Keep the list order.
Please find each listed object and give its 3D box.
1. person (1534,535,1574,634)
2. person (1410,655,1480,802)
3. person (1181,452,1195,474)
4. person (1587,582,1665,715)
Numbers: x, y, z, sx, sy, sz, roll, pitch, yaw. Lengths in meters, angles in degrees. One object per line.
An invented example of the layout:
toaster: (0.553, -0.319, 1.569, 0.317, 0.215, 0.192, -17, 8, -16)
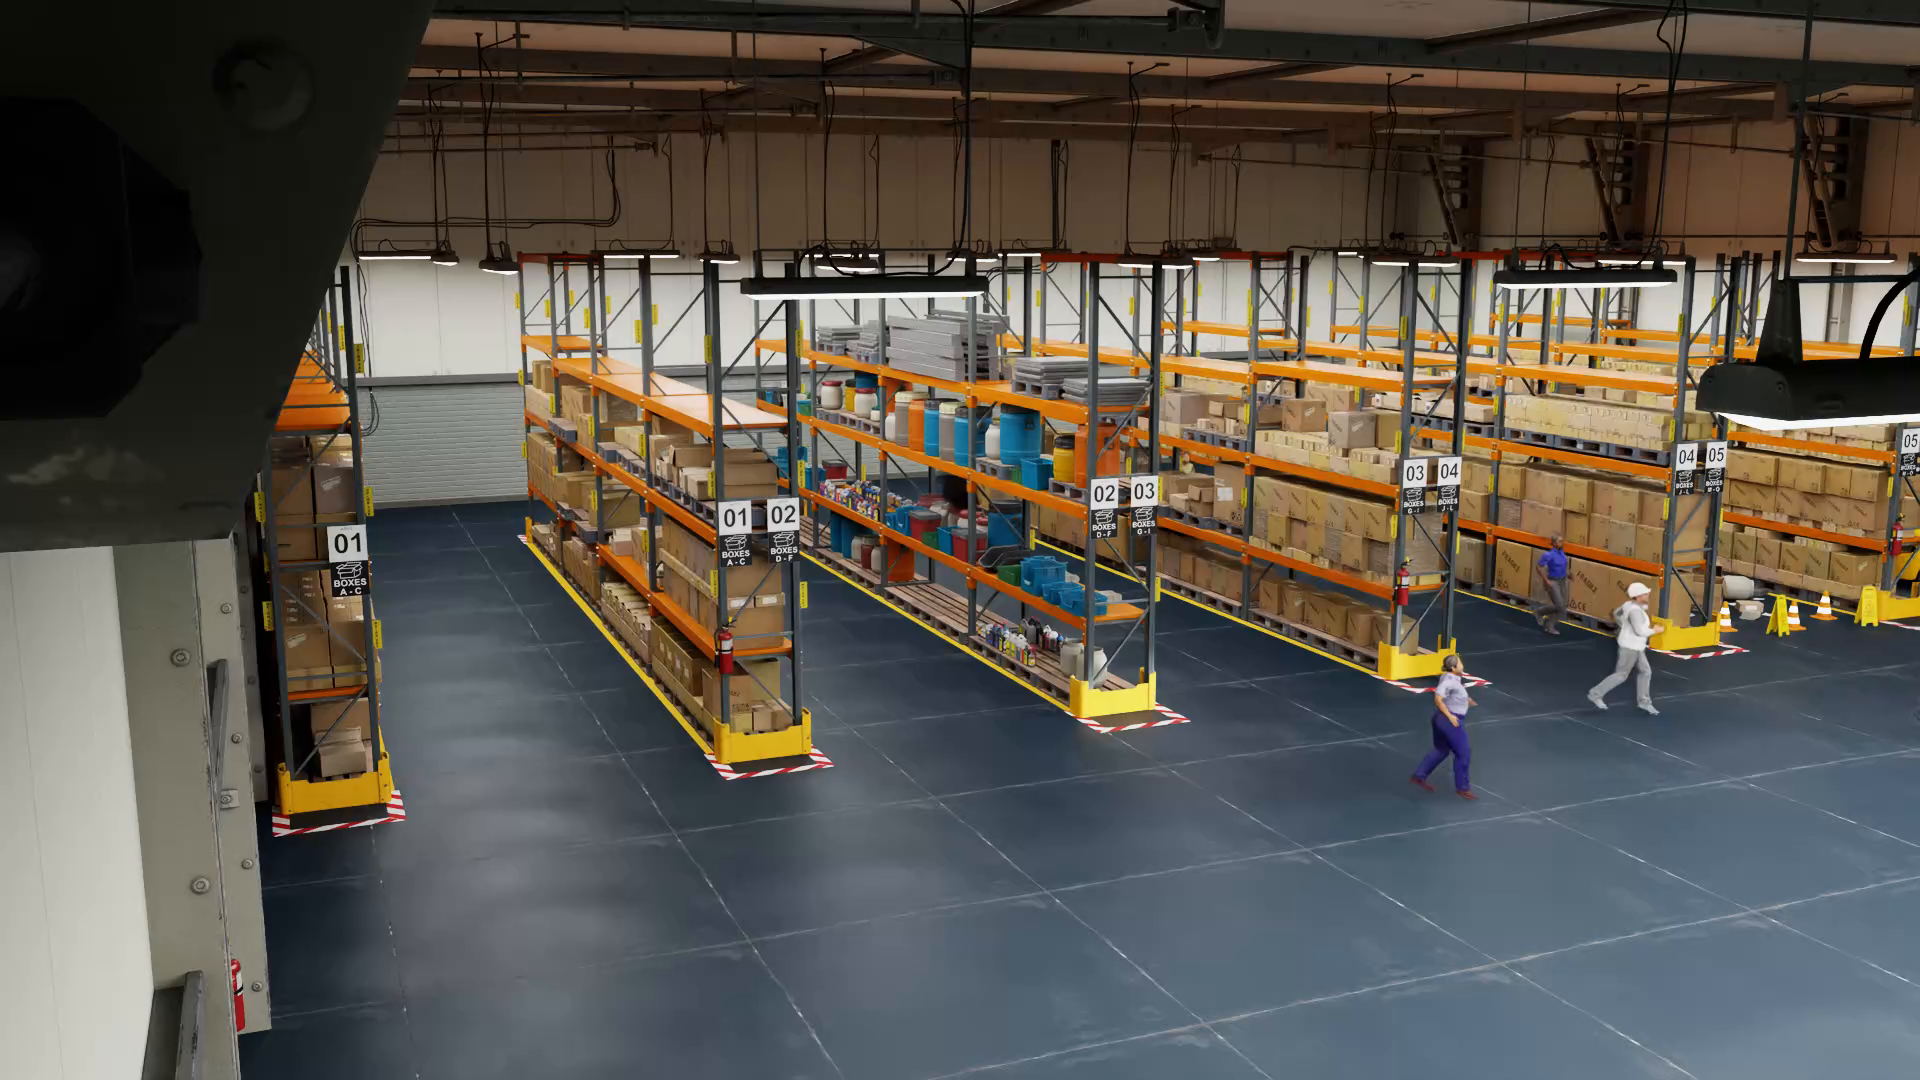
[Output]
person: (9.564, 0.716, 26.689, 0.574, 1.612, 0.558, -7, 12, -32)
person: (5.539, 2.124, 18.879, 0.766, 1.693, 0.611, 1, 10, 3)
person: (4.942, -1.092, 36.449, 0.594, 1.688, 0.664, -3, 11, -16)
person: (8.911, 1.448, 22.206, 0.939, 1.812, 0.663, 3, 11, 17)
